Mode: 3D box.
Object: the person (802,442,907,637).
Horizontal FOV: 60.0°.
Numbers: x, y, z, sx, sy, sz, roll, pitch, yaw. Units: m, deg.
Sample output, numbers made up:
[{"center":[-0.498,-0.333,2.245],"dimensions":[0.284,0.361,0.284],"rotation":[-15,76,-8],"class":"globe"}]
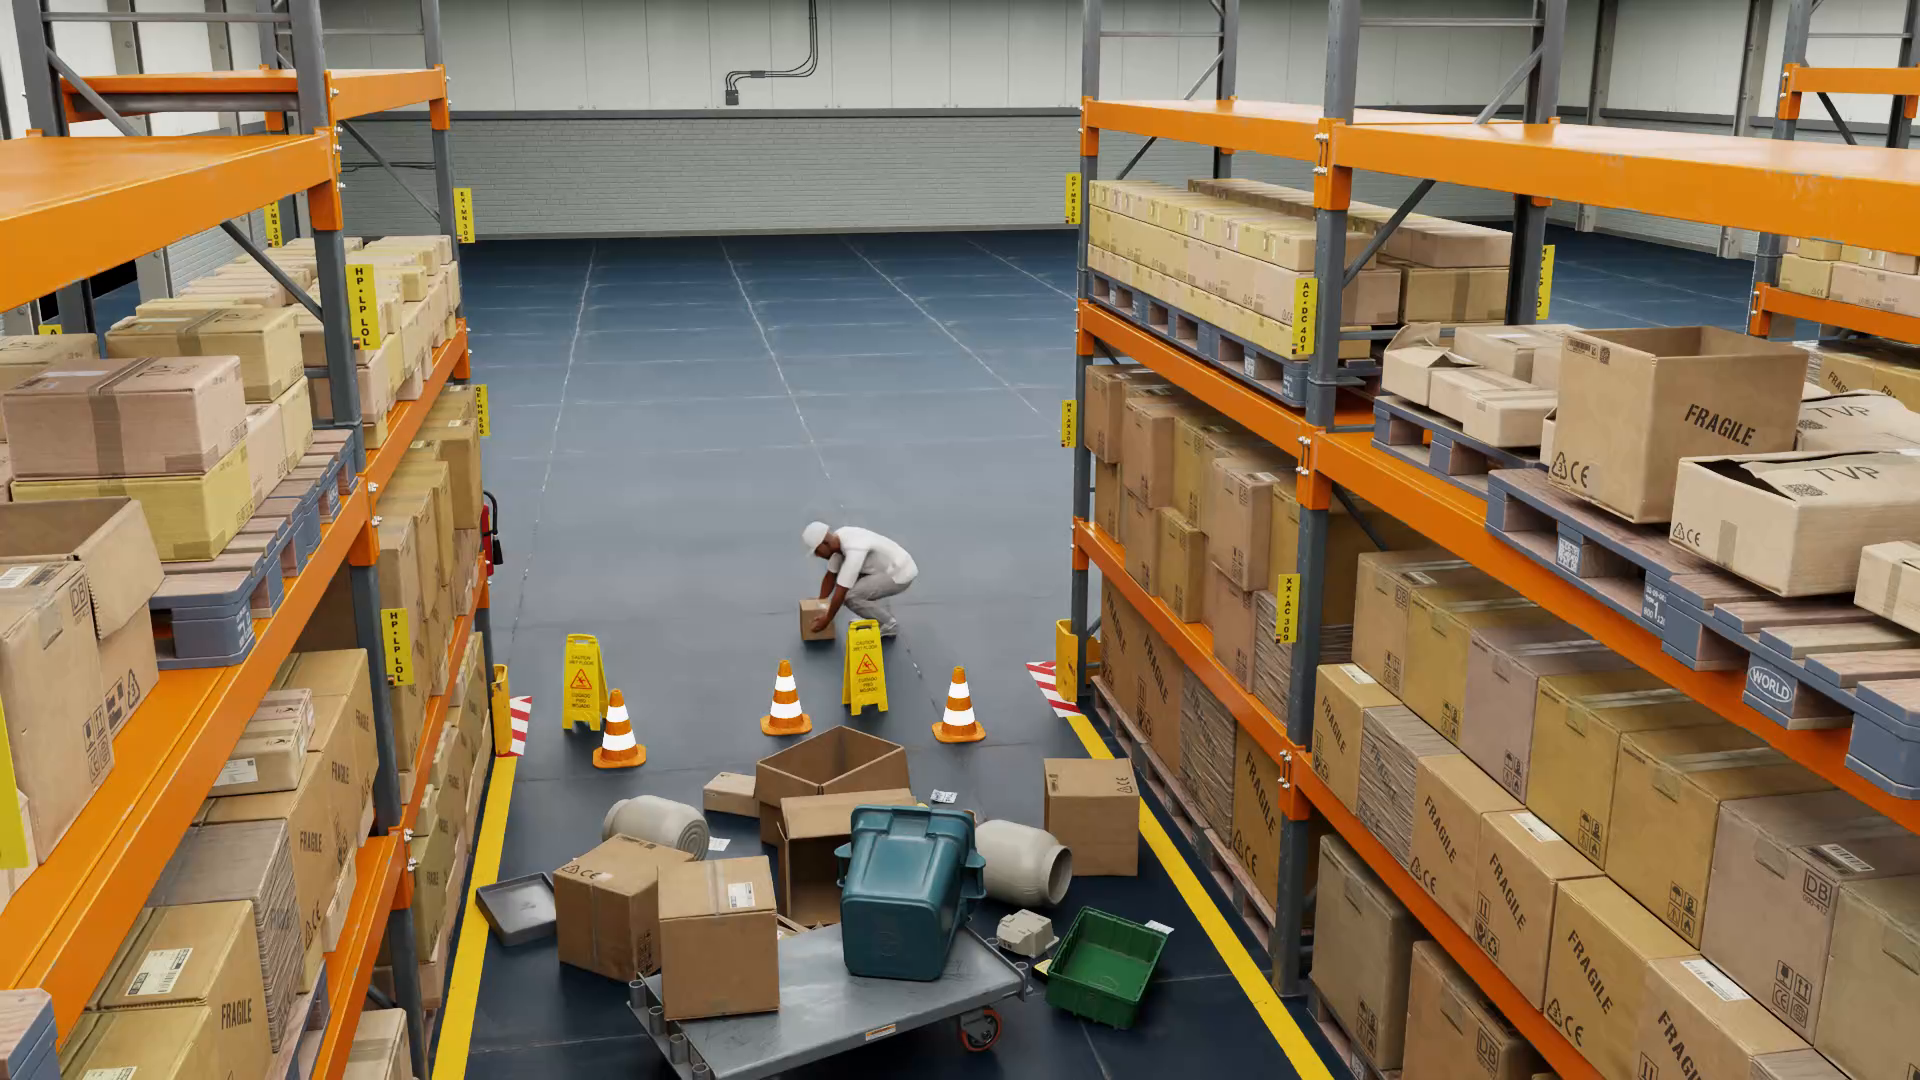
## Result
[{"center":[-0.815,-0.013,12.910],"dimensions":[0.799,1.554,0.477],"rotation":[-3,17,-12],"class":"person"}]
